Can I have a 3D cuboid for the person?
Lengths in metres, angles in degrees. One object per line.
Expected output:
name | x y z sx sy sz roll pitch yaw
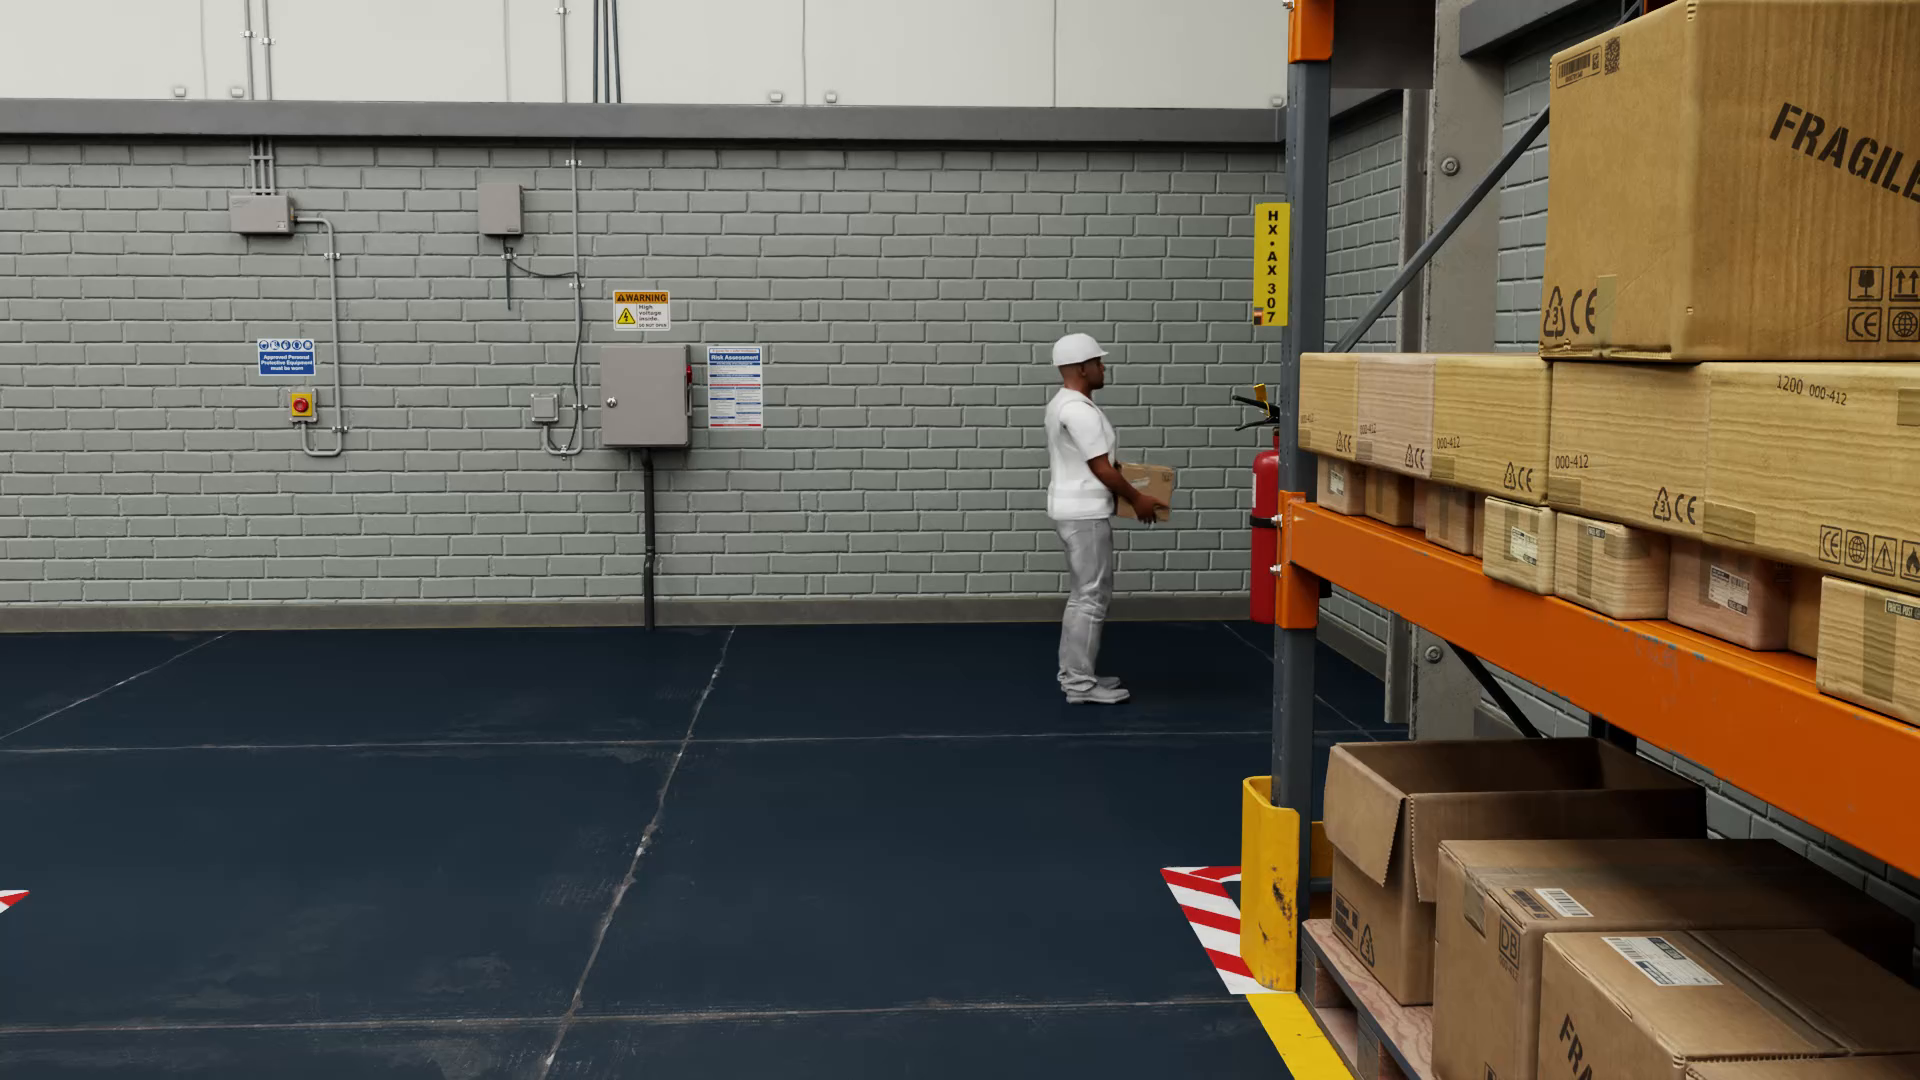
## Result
person | 0.696 -0.111 8.063 0.567 1.769 0.528 0 7 -4
